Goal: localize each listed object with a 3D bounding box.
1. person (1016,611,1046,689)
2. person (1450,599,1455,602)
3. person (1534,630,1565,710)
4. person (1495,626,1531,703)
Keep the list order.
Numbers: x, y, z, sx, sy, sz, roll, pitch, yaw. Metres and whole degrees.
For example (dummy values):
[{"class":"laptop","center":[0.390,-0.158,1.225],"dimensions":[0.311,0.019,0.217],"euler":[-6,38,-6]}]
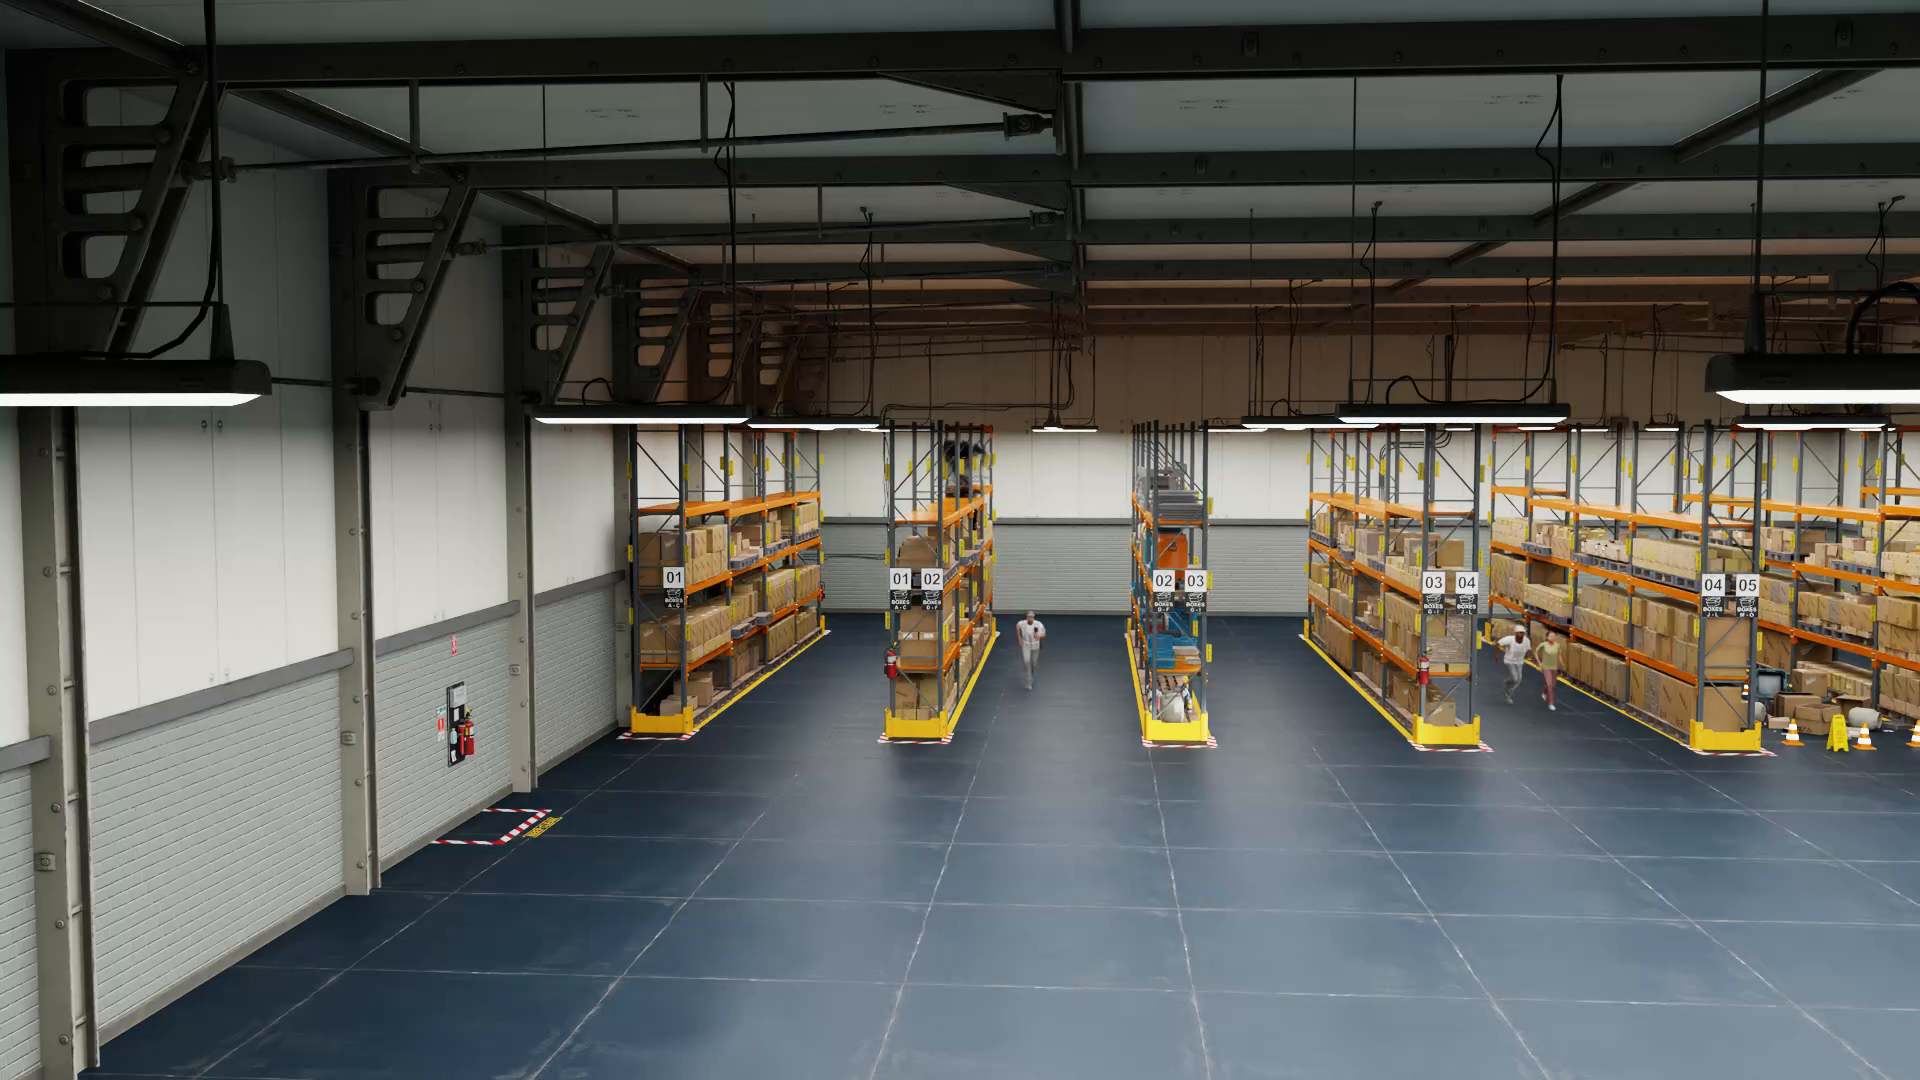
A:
[{"class":"person","center":[1.614,2.472,37.898],"dimensions":[0.658,1.800,0.993],"euler":[0,4,-2]},{"class":"person","center":[12.523,2.258,42.615],"dimensions":[0.606,1.626,0.958],"euler":[0,4,4]},{"class":"person","center":[12.348,2.705,34.936],"dimensions":[0.560,1.650,0.808],"euler":[0,4,-2]},{"class":"person","center":[11.814,2.650,35.374],"dimensions":[0.684,1.678,0.712],"euler":[-1,4,-15]}]
